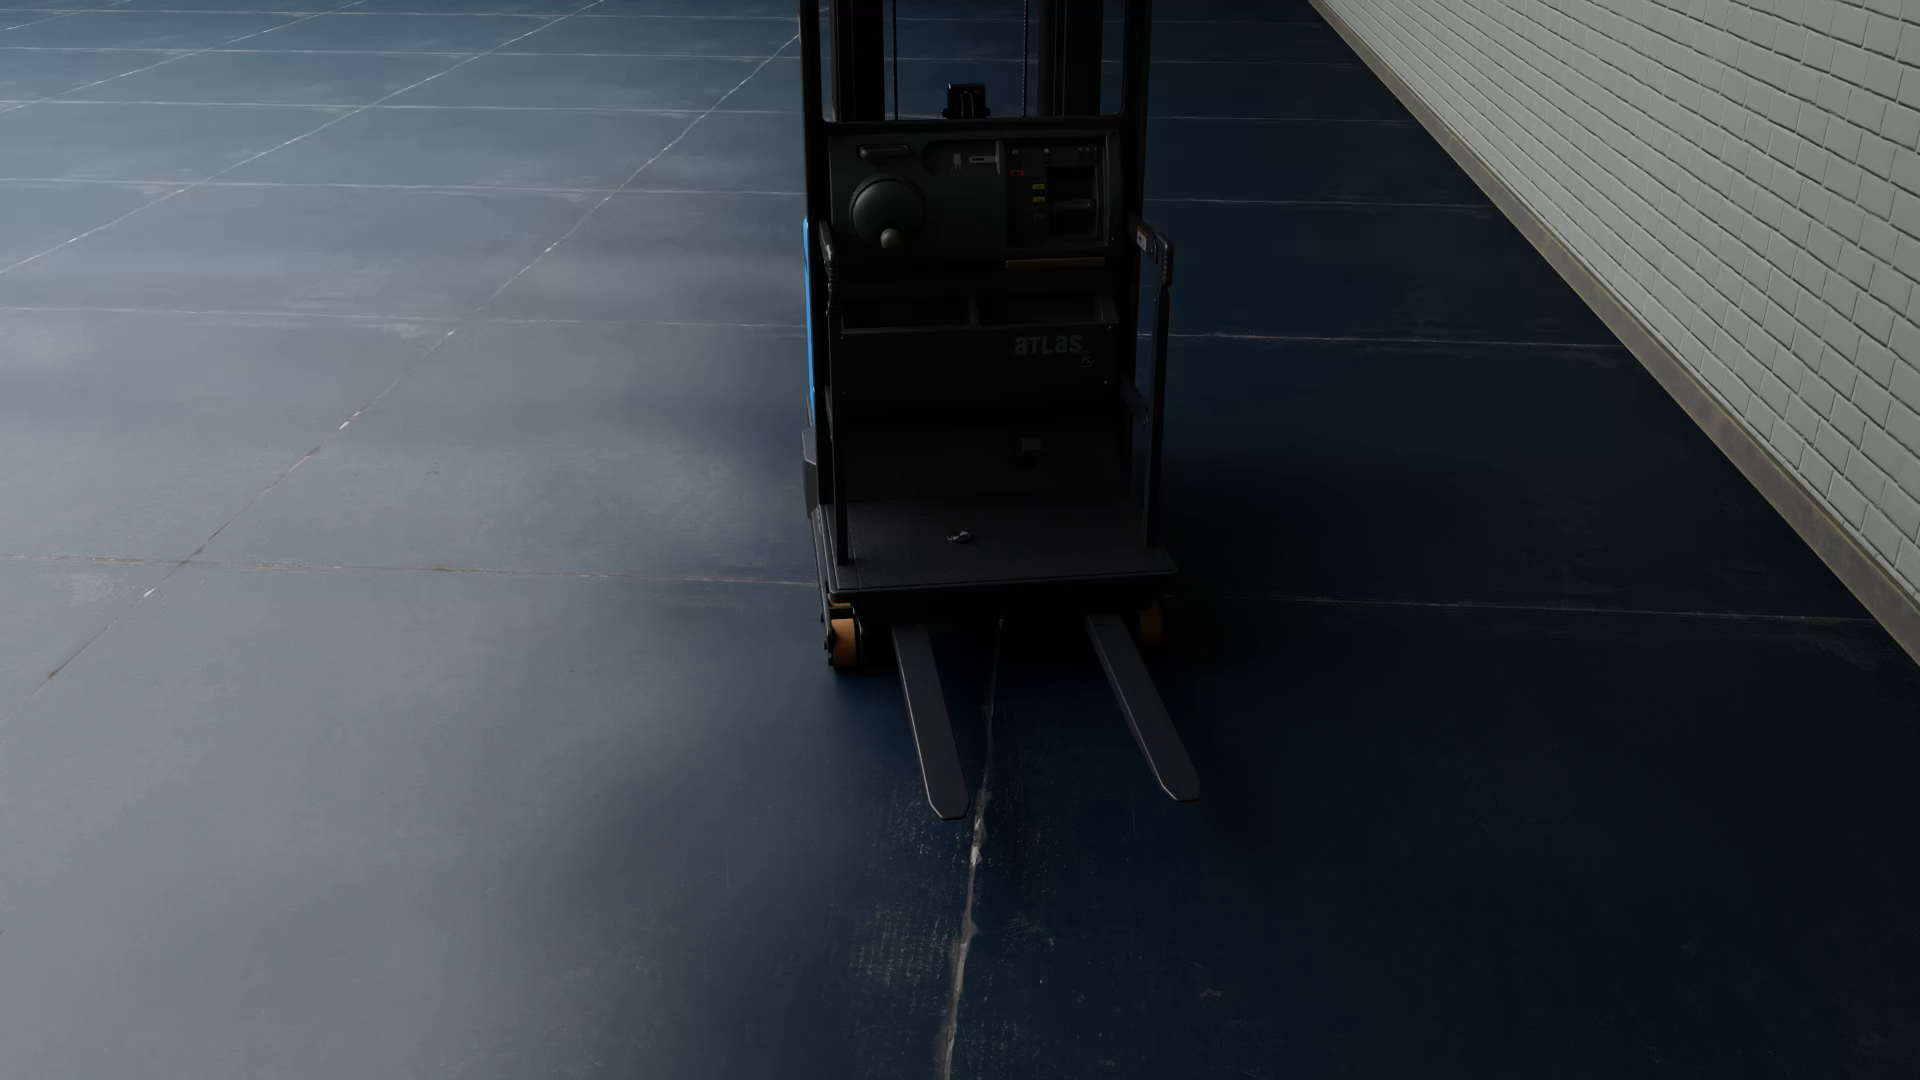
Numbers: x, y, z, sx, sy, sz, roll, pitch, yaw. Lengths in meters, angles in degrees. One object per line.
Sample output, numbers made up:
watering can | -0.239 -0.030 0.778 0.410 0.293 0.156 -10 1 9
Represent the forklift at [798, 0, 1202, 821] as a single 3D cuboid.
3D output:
forklift | 0.083 -1.072 5.073 1.130 2.935 3.031 -3 25 -7
